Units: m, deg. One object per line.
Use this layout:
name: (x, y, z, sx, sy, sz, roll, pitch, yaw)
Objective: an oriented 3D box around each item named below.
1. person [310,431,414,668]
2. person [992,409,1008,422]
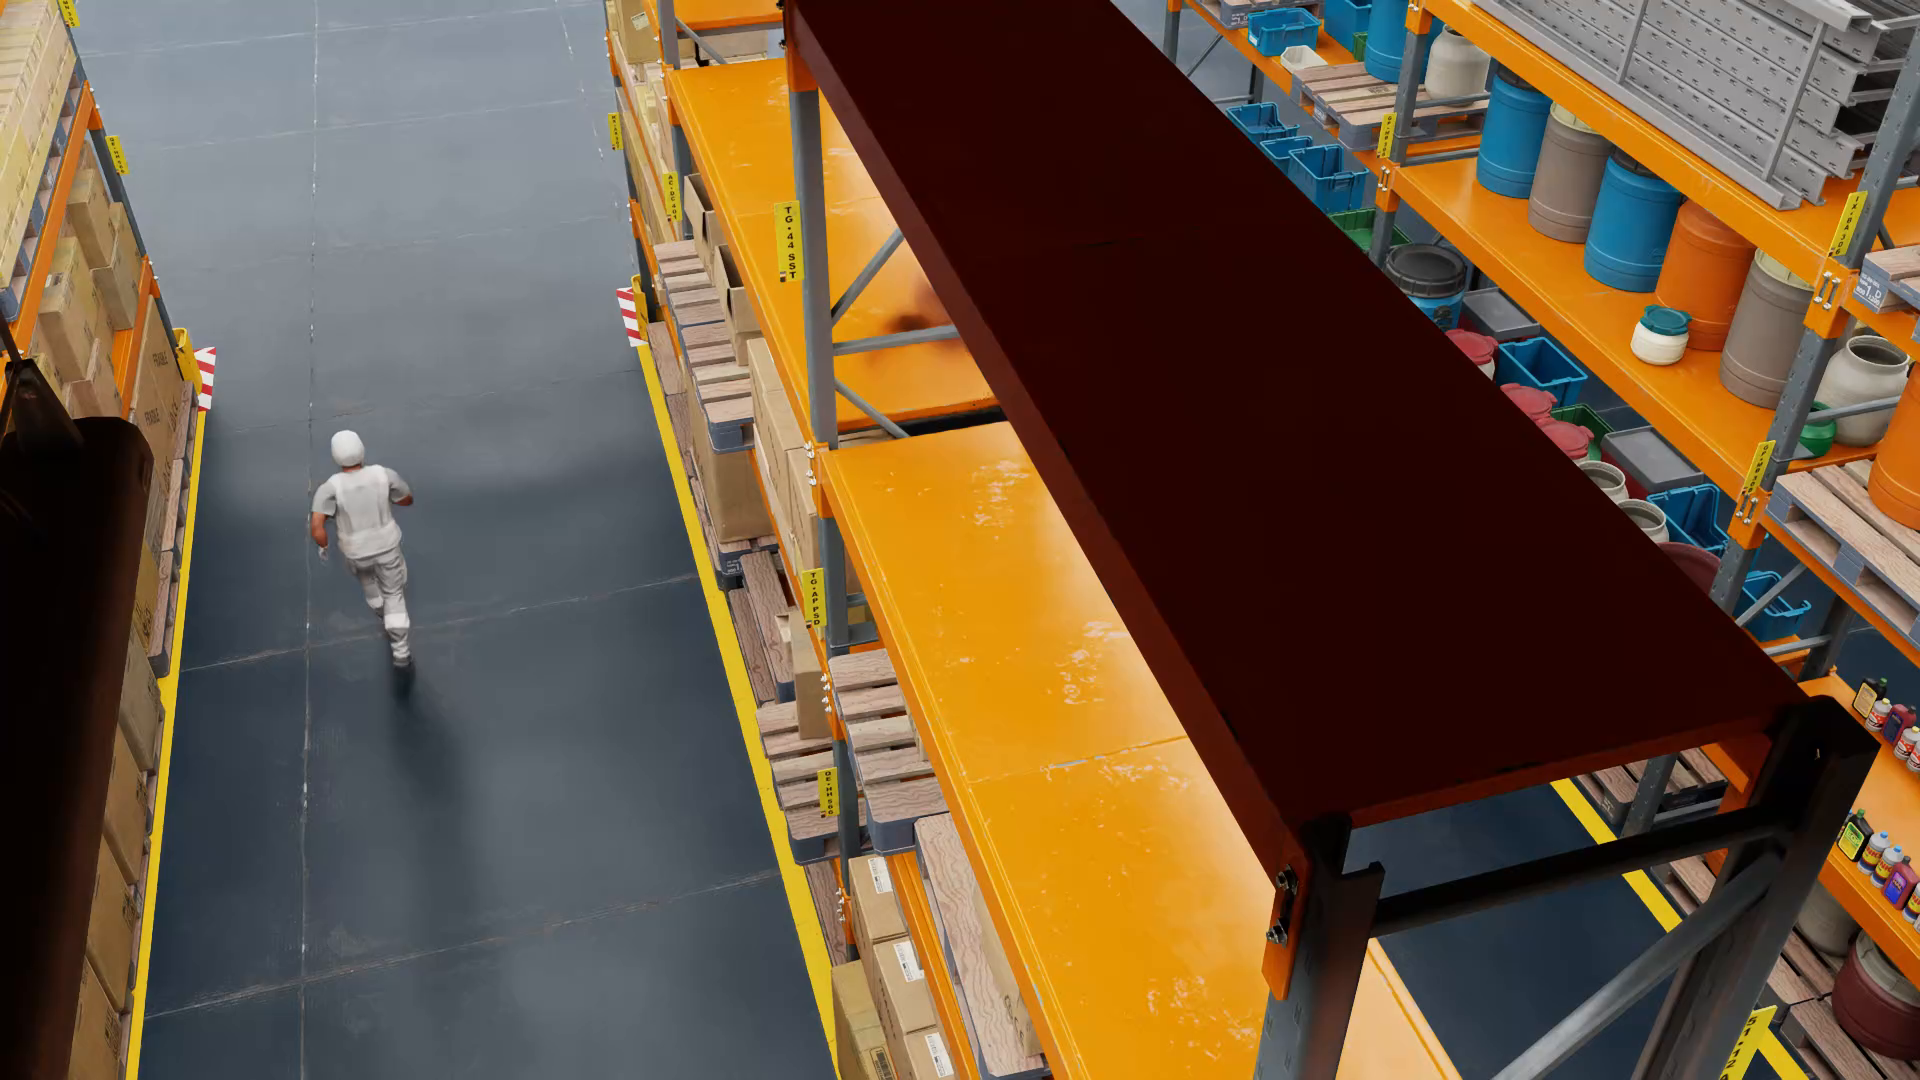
person: (-3.975, 0.102, 11.295, 0.680, 1.867, 0.848, -15, 41, -18)
person: (0.220, -1.225, 13.104, 0.595, 1.650, 0.891, -14, 40, -17)
